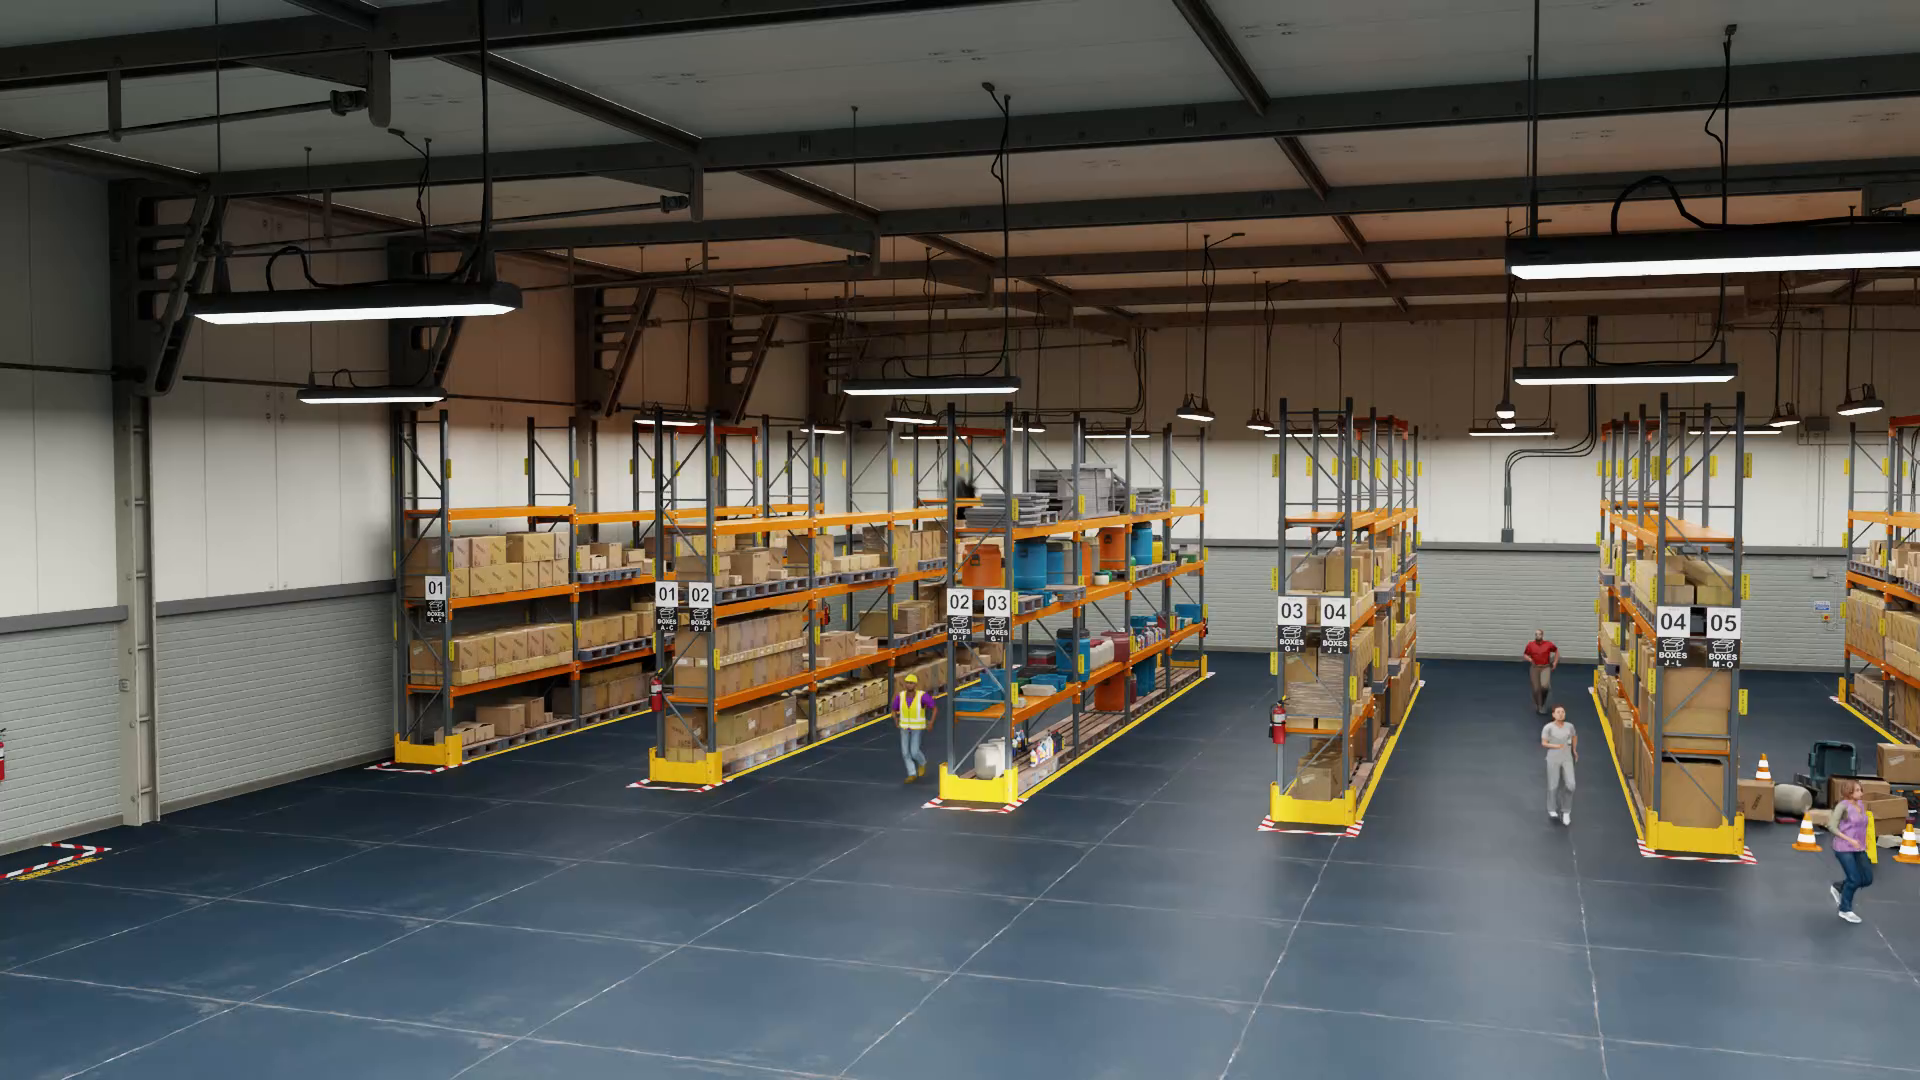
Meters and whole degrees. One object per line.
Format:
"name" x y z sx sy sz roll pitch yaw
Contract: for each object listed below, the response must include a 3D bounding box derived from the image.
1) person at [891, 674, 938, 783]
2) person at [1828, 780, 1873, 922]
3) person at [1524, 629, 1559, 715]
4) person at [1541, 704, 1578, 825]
"person" -0.756 3.002 26.491 0.733 1.727 0.601 1 3 15
"person" 9.832 3.433 18.417 0.544 1.567 0.539 -1 3 -23
"person" 11.894 2.711 34.080 0.671 1.754 0.737 1 3 26
"person" 8.480 3.159 23.485 0.533 1.685 0.699 0 2 7
